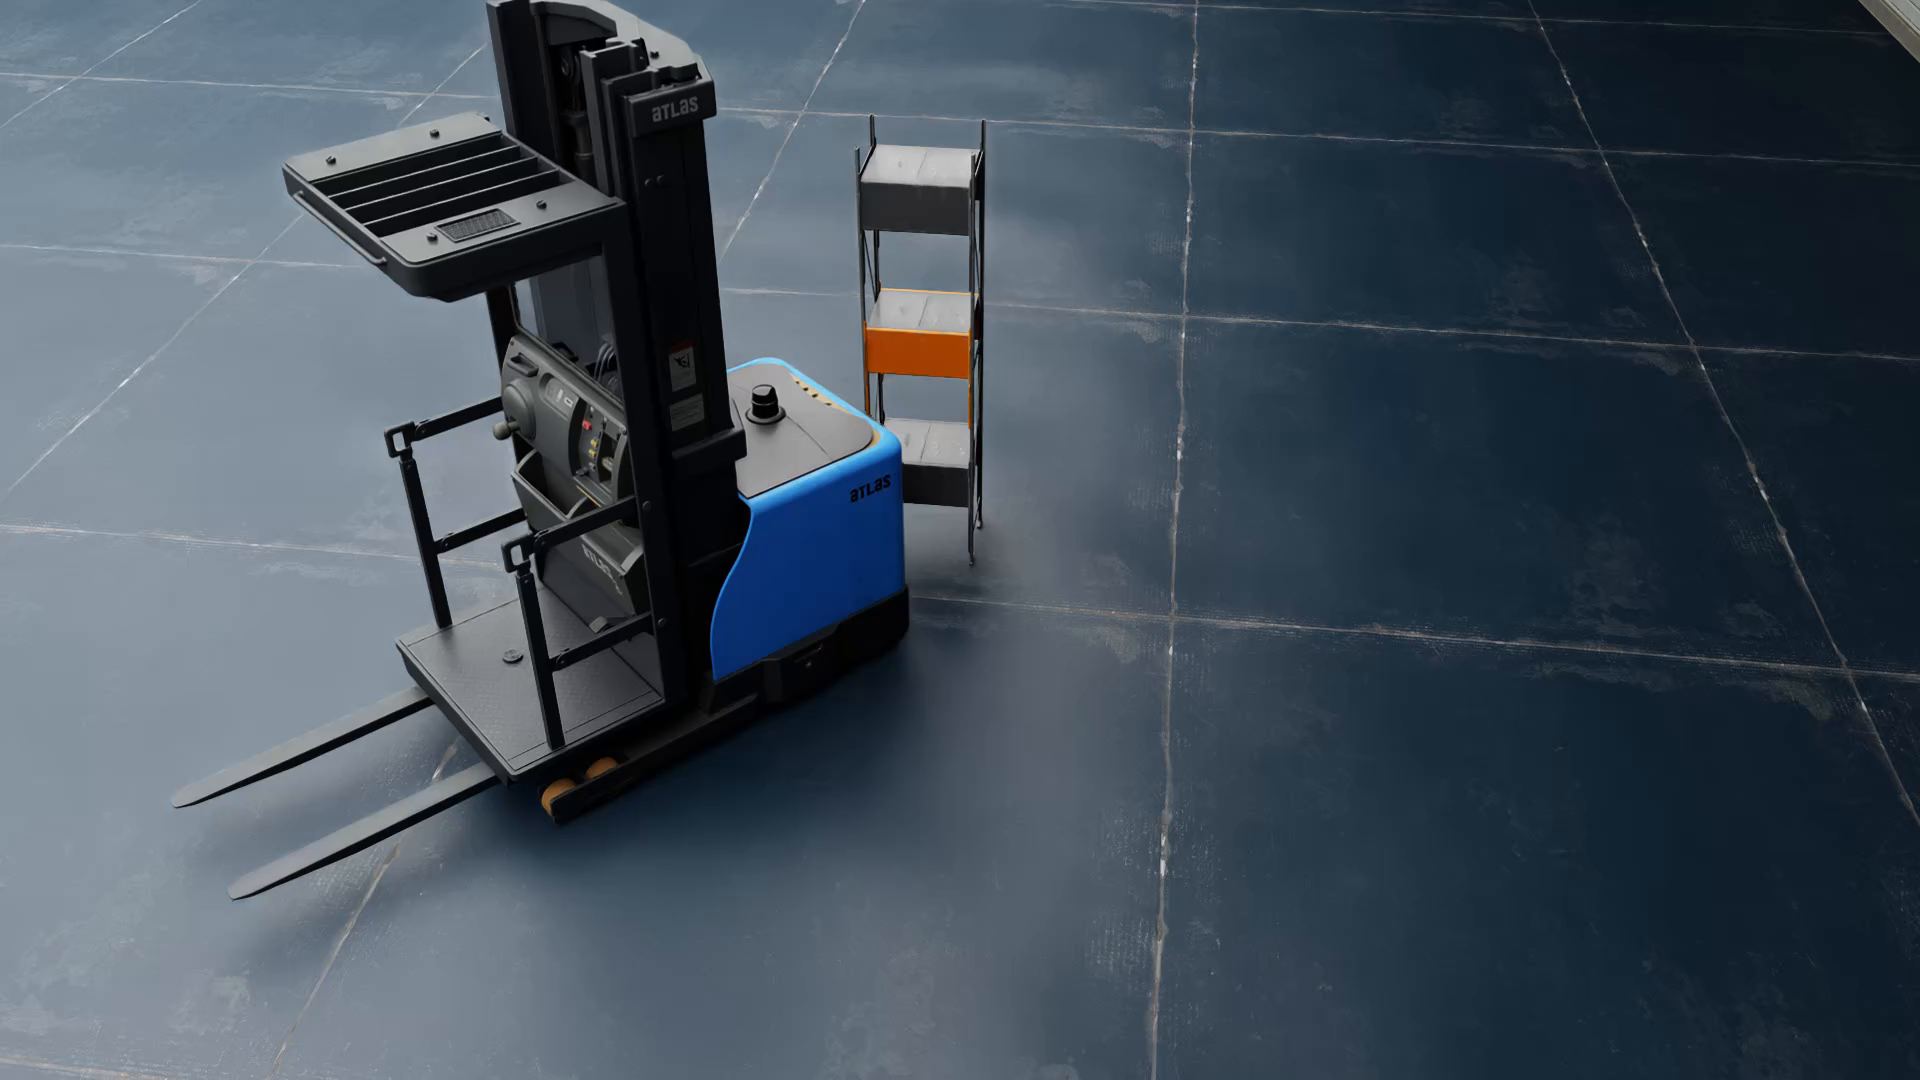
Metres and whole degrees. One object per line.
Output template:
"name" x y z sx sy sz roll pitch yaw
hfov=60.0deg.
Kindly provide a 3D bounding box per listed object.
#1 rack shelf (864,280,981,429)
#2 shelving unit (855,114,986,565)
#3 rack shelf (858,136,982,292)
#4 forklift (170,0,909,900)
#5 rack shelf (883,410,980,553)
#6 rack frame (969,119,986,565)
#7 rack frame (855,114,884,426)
"rack shelf" -0.164 -0.856 7.665 0.480 0.518 0.431 4 36 6
"shelving unit" -0.164 -0.867 7.657 0.503 2.100 0.431 4 36 6
"rack shelf" -0.164 -1.426 7.258 0.480 0.518 0.431 4 36 6
"forklift" -1.689 -0.415 6.308 3.031 2.935 1.130 -26 43 -31
"rack shelf" -0.164 -0.286 8.072 0.480 0.518 0.431 4 36 6
"rack frame" 0.078 -0.849 7.632 0.015 2.100 0.400 4 36 6
"rack frame" -0.406 -0.885 7.683 0.015 2.100 0.400 4 36 6
